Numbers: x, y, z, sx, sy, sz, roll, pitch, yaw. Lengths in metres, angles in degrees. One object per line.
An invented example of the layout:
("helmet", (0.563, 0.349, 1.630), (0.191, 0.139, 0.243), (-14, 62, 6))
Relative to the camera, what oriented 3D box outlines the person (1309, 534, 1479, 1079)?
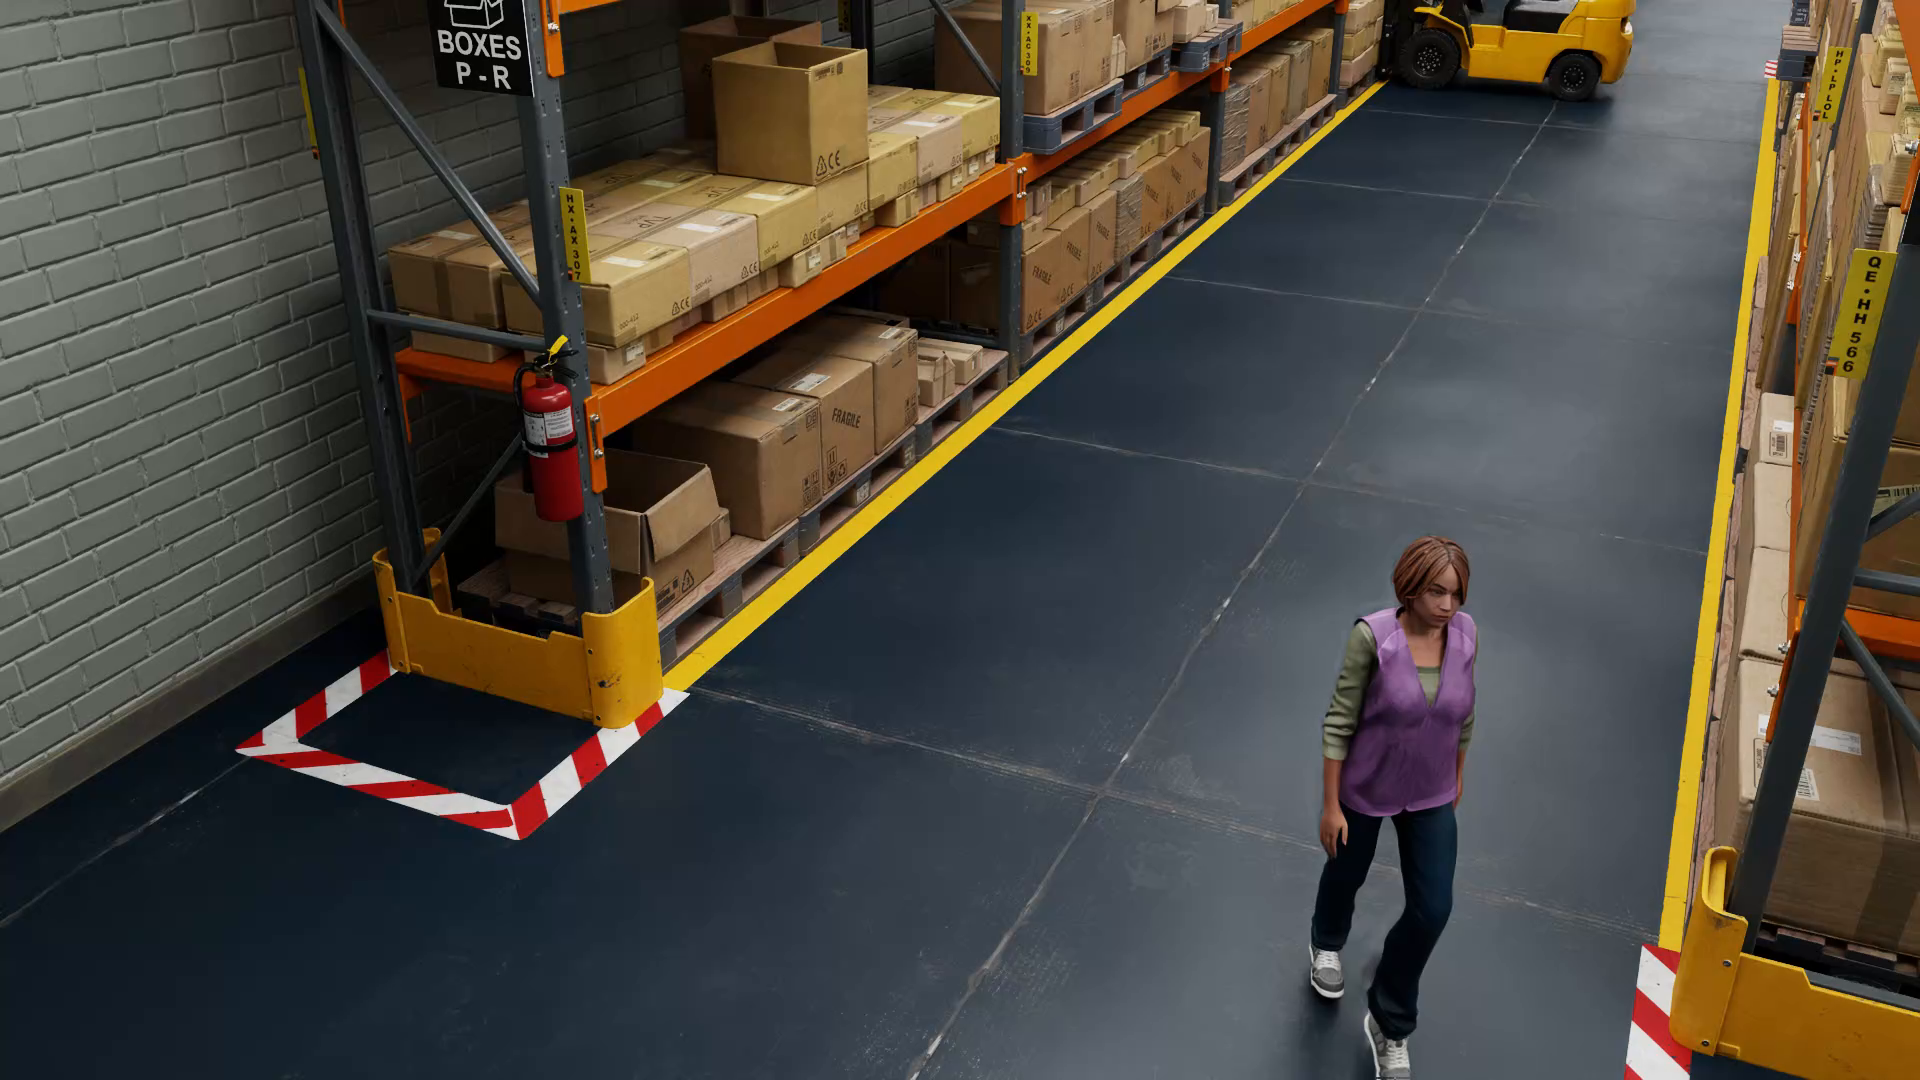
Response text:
("person", (1.218, 0.742, 4.667), (0.466, 1.634, 0.630), (-1, 27, -2))
